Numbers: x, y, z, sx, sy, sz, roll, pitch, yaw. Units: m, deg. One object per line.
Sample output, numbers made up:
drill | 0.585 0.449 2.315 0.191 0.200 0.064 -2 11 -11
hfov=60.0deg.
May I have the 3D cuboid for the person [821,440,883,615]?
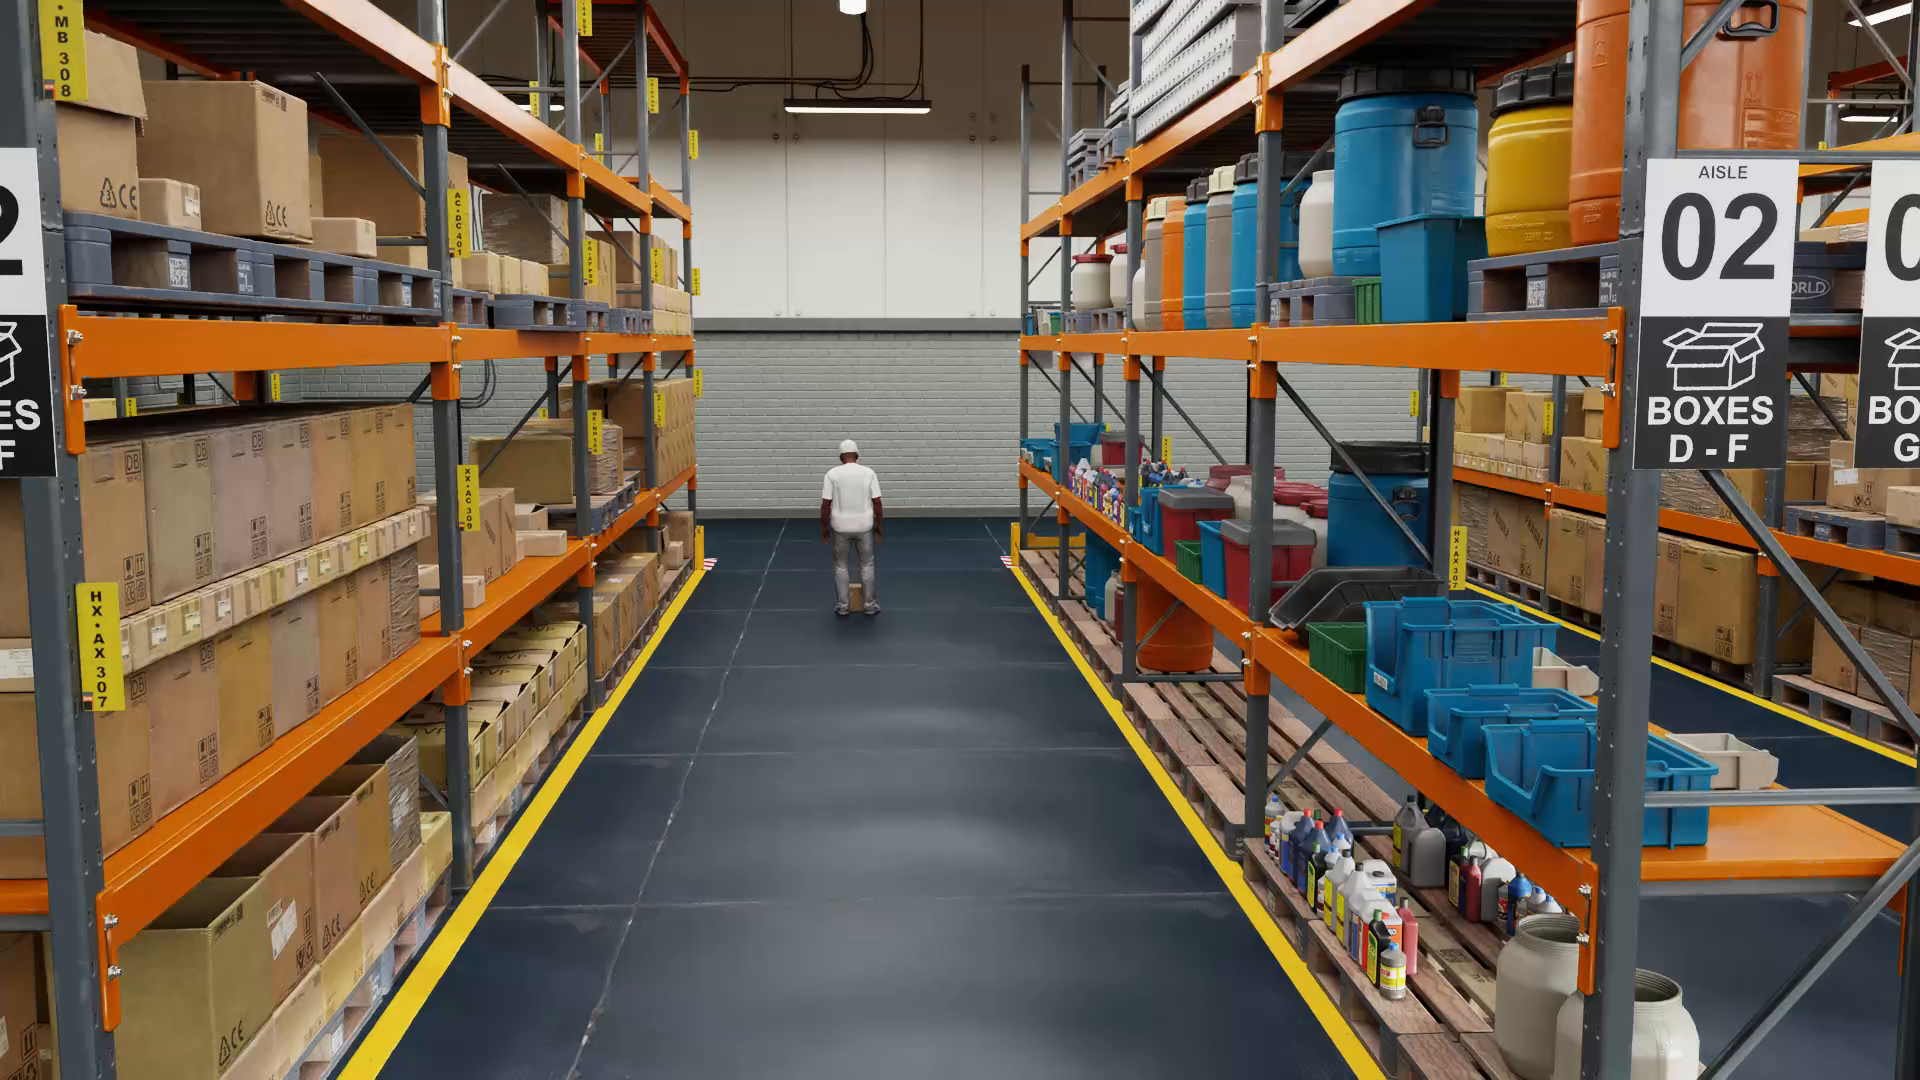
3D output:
person | -1.090 -0.128 16.762 0.629 1.755 0.460 -1 7 -7
